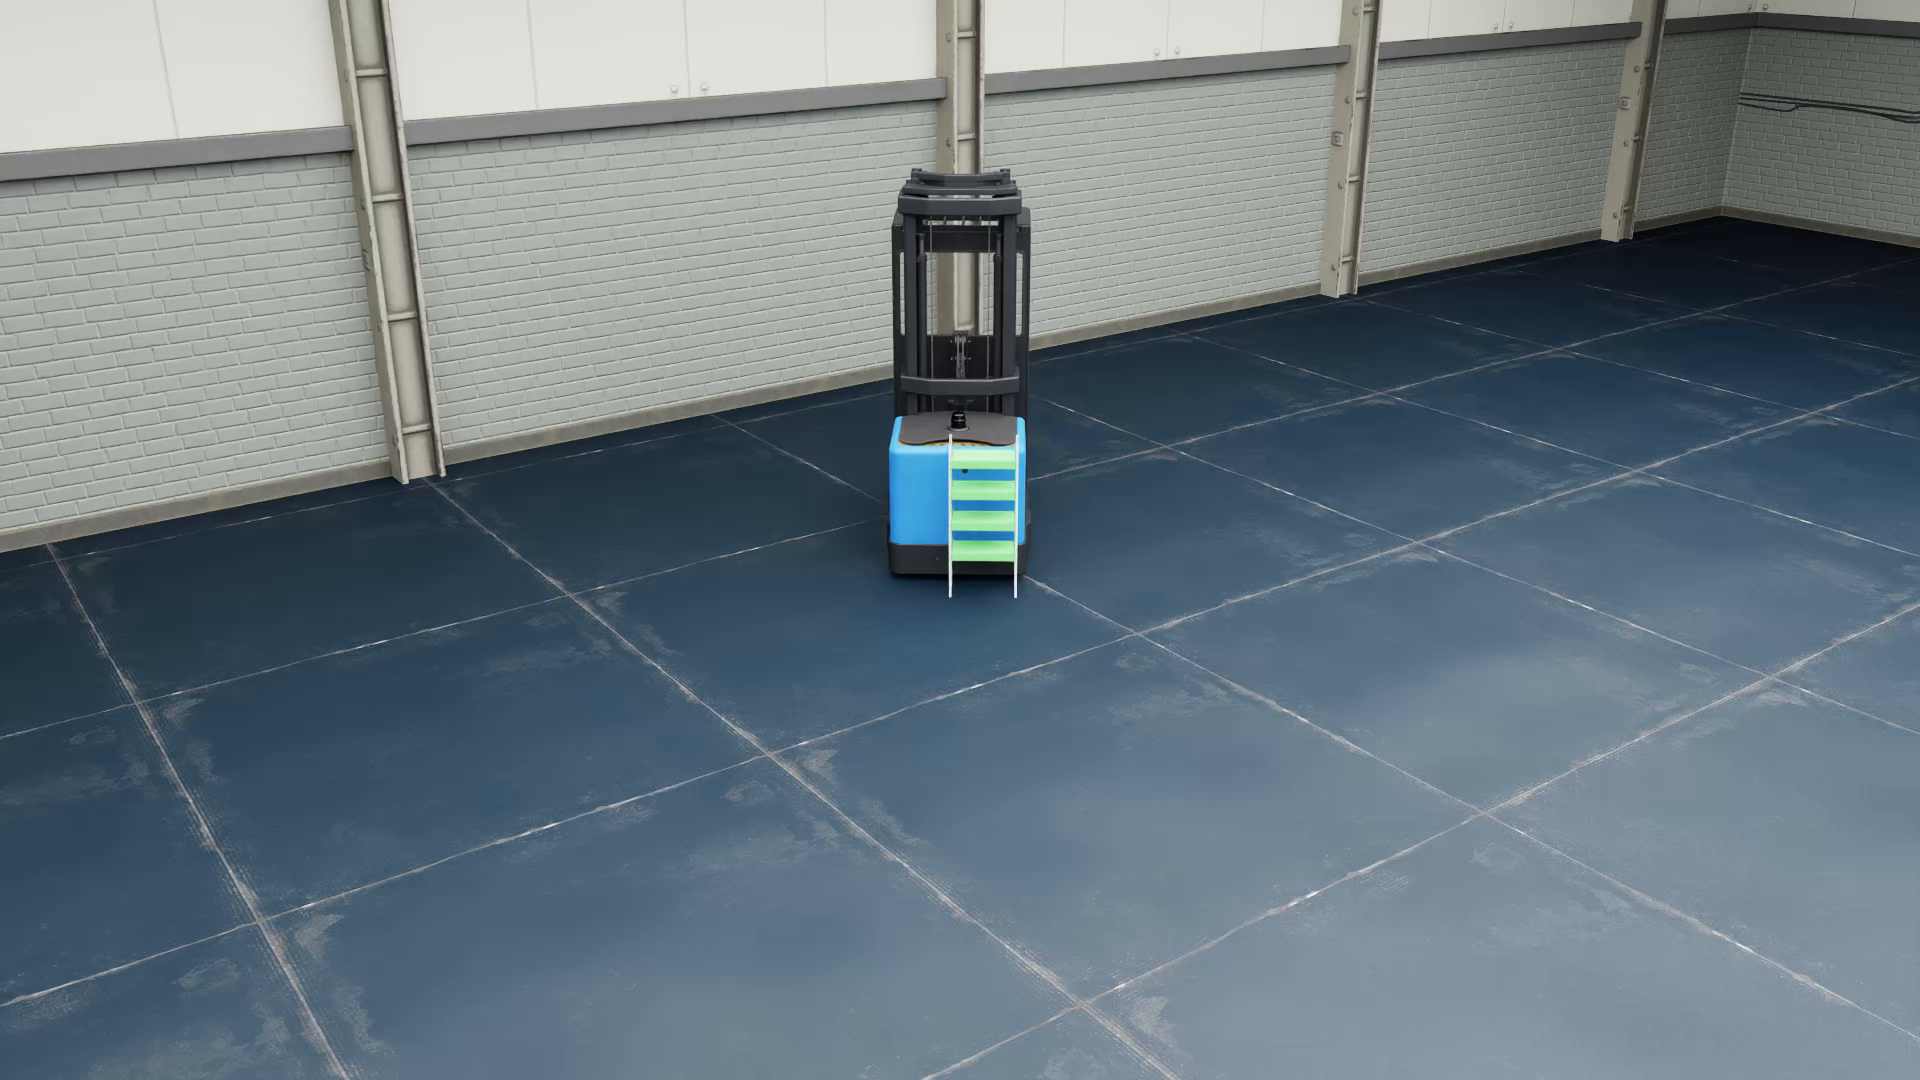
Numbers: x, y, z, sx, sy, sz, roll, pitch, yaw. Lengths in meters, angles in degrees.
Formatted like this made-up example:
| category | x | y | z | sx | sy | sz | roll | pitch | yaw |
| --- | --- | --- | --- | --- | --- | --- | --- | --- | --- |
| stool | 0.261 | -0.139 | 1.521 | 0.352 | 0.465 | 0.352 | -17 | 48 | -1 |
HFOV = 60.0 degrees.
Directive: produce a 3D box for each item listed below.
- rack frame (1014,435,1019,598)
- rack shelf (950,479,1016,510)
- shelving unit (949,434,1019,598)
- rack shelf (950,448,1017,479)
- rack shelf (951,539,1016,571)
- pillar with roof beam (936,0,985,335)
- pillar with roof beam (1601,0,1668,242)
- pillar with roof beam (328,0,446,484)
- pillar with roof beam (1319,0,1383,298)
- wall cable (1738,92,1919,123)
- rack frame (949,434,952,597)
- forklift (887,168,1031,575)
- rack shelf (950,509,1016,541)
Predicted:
| category | x | y | z | sx | sy | sz | roll | pitch | yaw |
| --- | --- | --- | --- | --- | --- | --- | --- | --- | --- |
| rack frame | 0.417 | -0.170 | 12.297 | 0.015 | 1.200 | 0.240 | 1 | 22 | 1 |
| rack shelf | 0.173 | -0.335 | 12.237 | 0.480 | 0.148 | 0.258 | 1 | 22 | 1 |
| shelving unit | 0.173 | -0.172 | 12.303 | 0.503 | 1.200 | 0.258 | 1 | 22 | 1 |
| rack shelf | 0.173 | -0.558 | 12.148 | 0.480 | 0.148 | 0.258 | 1 | 22 | 1 |
| rack shelf | 0.173 | 0.110 | 12.415 | 0.480 | 0.148 | 0.258 | 1 | 22 | 1 |
| pillar with roof beam | 2.518 | -4.766 | 13.294 | 0.400 | 9.000 | 9.100 | -15 | 26 | -33 |
| pillar with roof beam | 12.259 | -7.364 | 19.803 | 0.400 | 9.000 | 9.100 | -15 | 26 | -33 |
| pillar with roof beam | -2.352 | -3.468 | 10.039 | 0.400 | 9.000 | 9.100 | -15 | 26 | -33 |
| pillar with roof beam | 7.389 | -6.065 | 16.548 | 0.400 | 9.000 | 9.100 | -15 | 26 | -33 |
| wall cable | 12.909 | -7.457 | 24.225 | 0.112 | 2.526 | 3.097 | -15 | 26 | -33 |
| rack frame | -0.071 | -0.174 | 12.308 | 0.015 | 1.200 | 0.240 | 1 | 22 | 1 |
| forklift | 0.016 | -1.594 | 13.531 | 1.130 | 2.935 | 3.031 | 1 | 22 | 1 |
| rack shelf | 0.173 | -0.112 | 12.326 | 0.480 | 0.148 | 0.258 | 1 | 22 | 1 |
